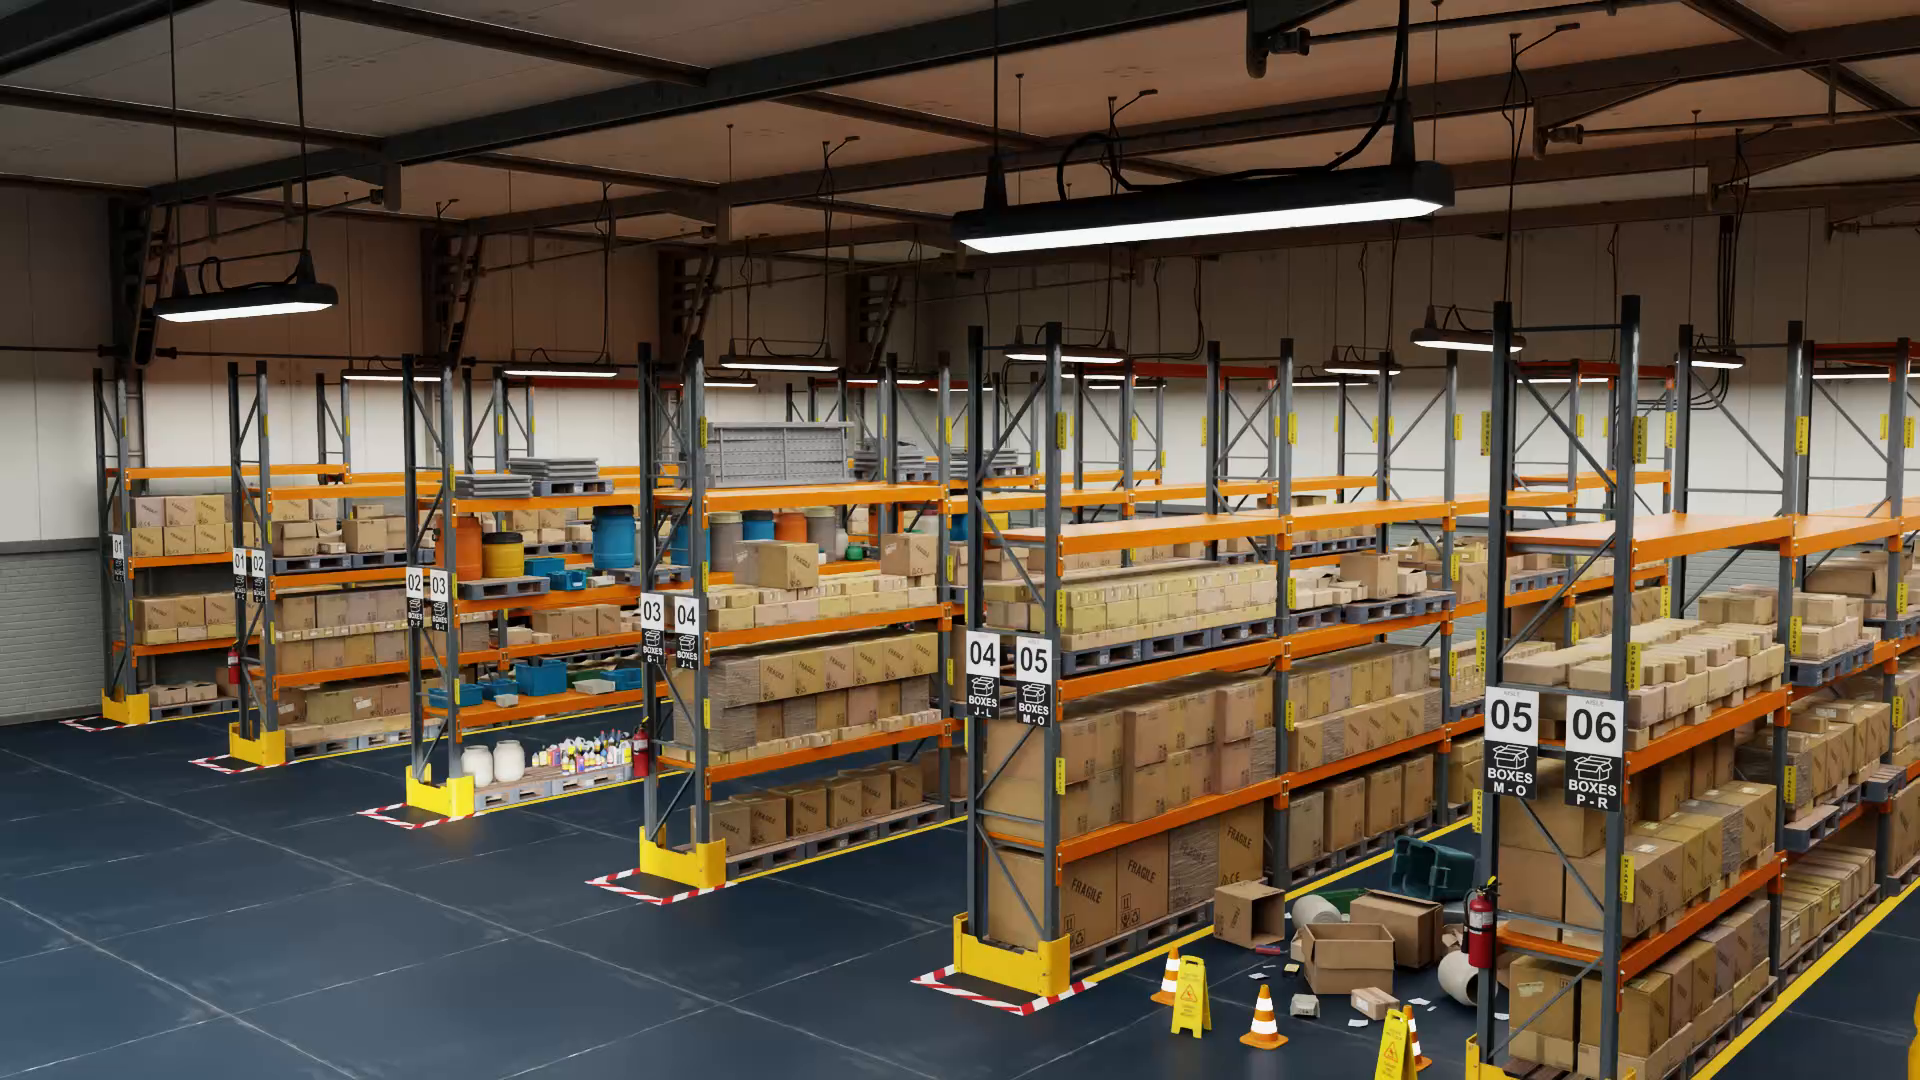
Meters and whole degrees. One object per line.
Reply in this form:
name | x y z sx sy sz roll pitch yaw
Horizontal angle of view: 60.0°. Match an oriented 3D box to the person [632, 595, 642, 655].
person | -6.235 1.905 32.904 0.533 1.695 0.350 -2 5 -24
